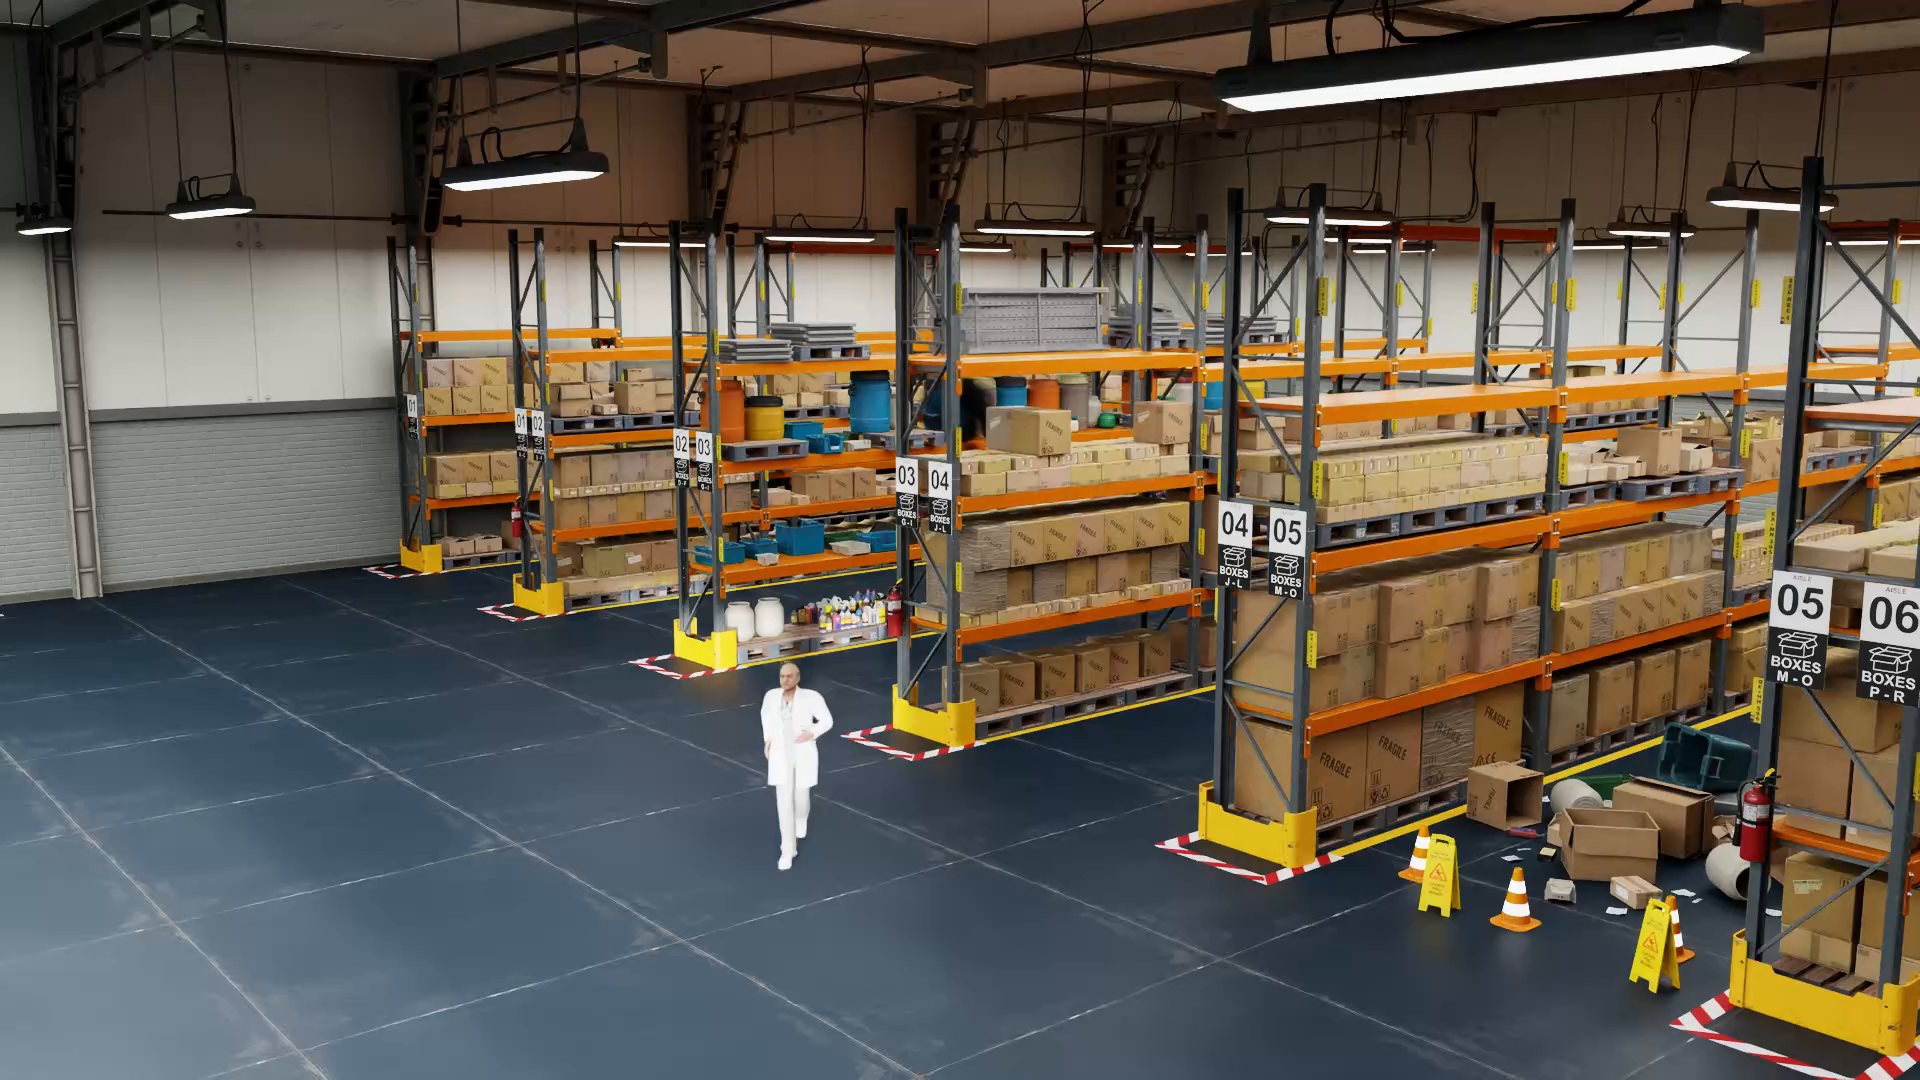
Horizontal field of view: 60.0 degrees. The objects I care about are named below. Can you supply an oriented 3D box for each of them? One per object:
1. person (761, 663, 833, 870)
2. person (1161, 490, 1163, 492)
[{"bbox_3d":[-1.494,1.989,15.084,0.693,1.792,0.959,1,9,4],"label":"person"},{"bbox_3d":[4.084,-0.680,32.697,0.575,1.734,0.798,6,11,36],"label":"person"}]
